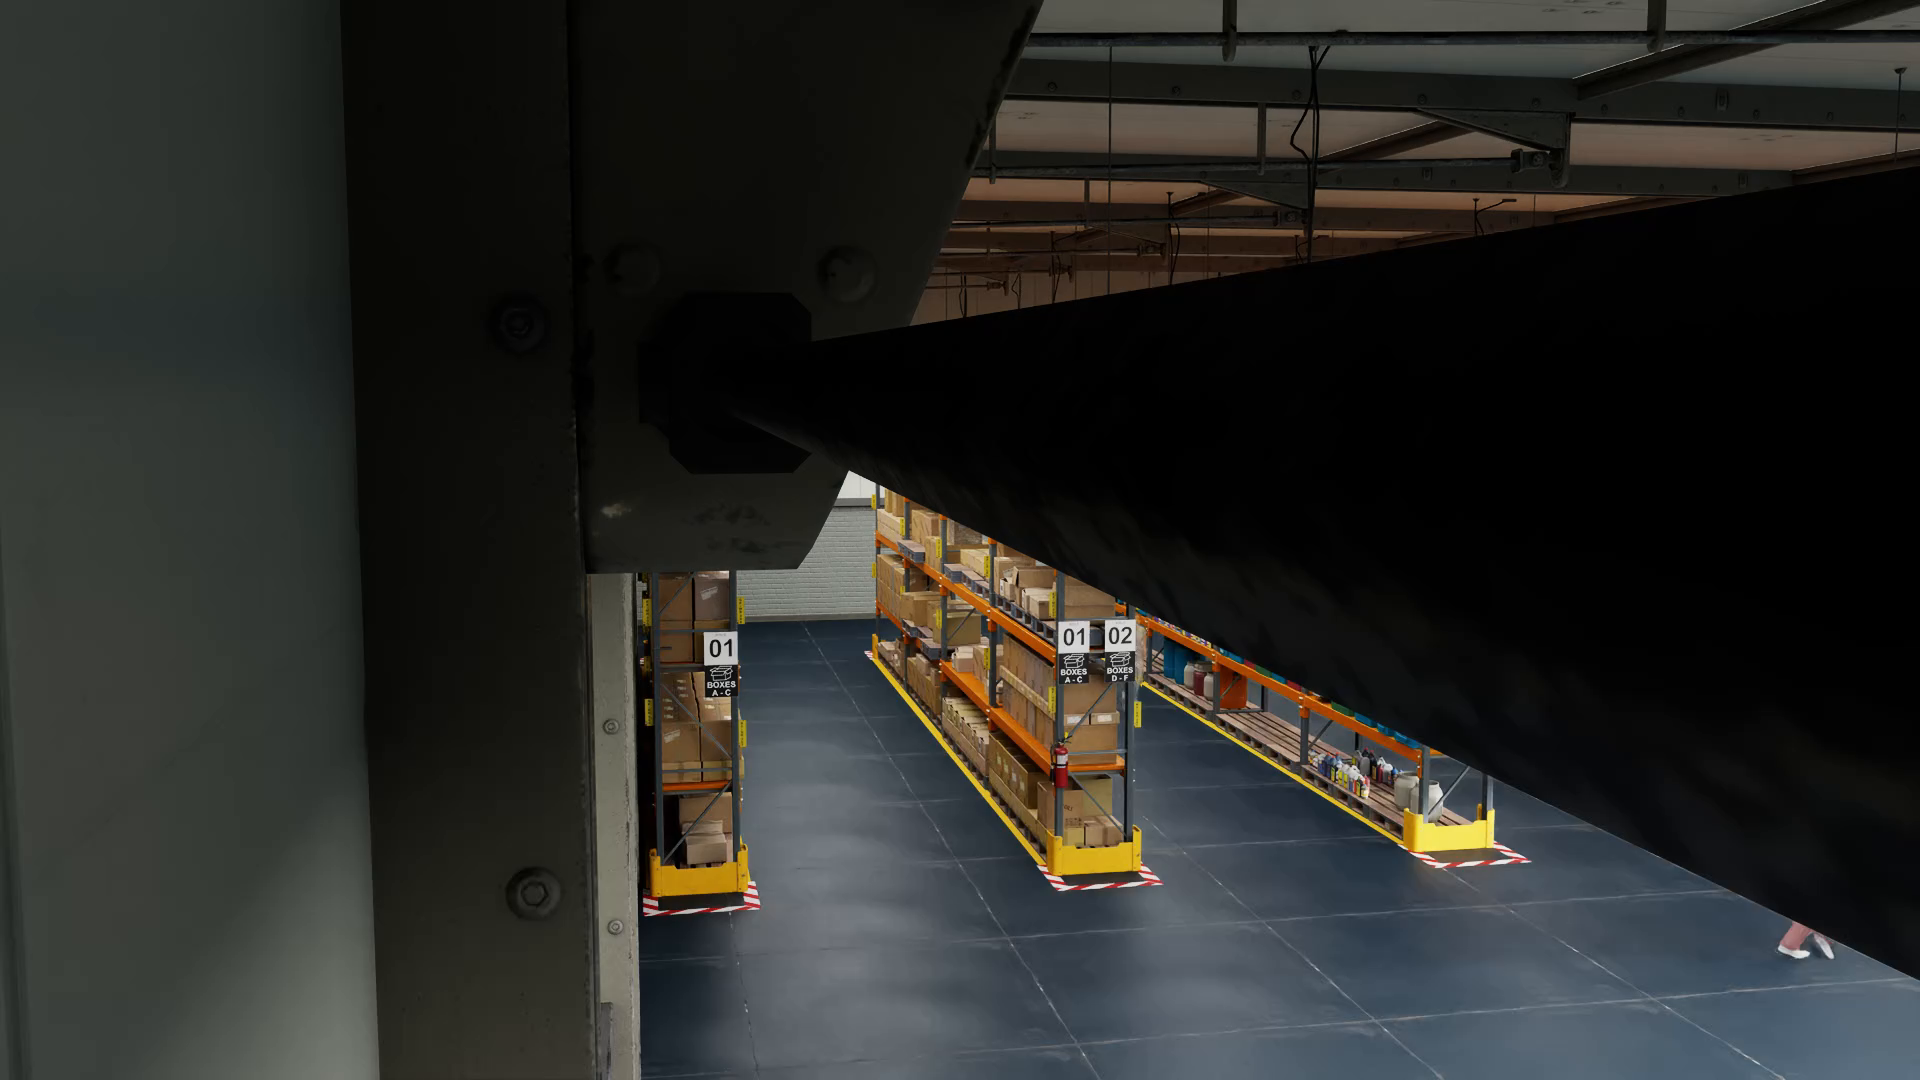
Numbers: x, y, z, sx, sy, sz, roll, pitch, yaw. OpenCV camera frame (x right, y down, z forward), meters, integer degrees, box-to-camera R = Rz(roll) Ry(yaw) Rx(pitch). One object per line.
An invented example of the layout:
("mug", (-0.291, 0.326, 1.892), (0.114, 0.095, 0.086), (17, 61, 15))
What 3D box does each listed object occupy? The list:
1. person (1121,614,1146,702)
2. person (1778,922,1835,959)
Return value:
("person", (3.151, 2.141, 30.245), (0.589, 1.643, 0.806), (-2, 6, -17))
("person", (9.220, 3.675, 17.757), (0.817, 1.636, 0.585), (3, 6, 24))
